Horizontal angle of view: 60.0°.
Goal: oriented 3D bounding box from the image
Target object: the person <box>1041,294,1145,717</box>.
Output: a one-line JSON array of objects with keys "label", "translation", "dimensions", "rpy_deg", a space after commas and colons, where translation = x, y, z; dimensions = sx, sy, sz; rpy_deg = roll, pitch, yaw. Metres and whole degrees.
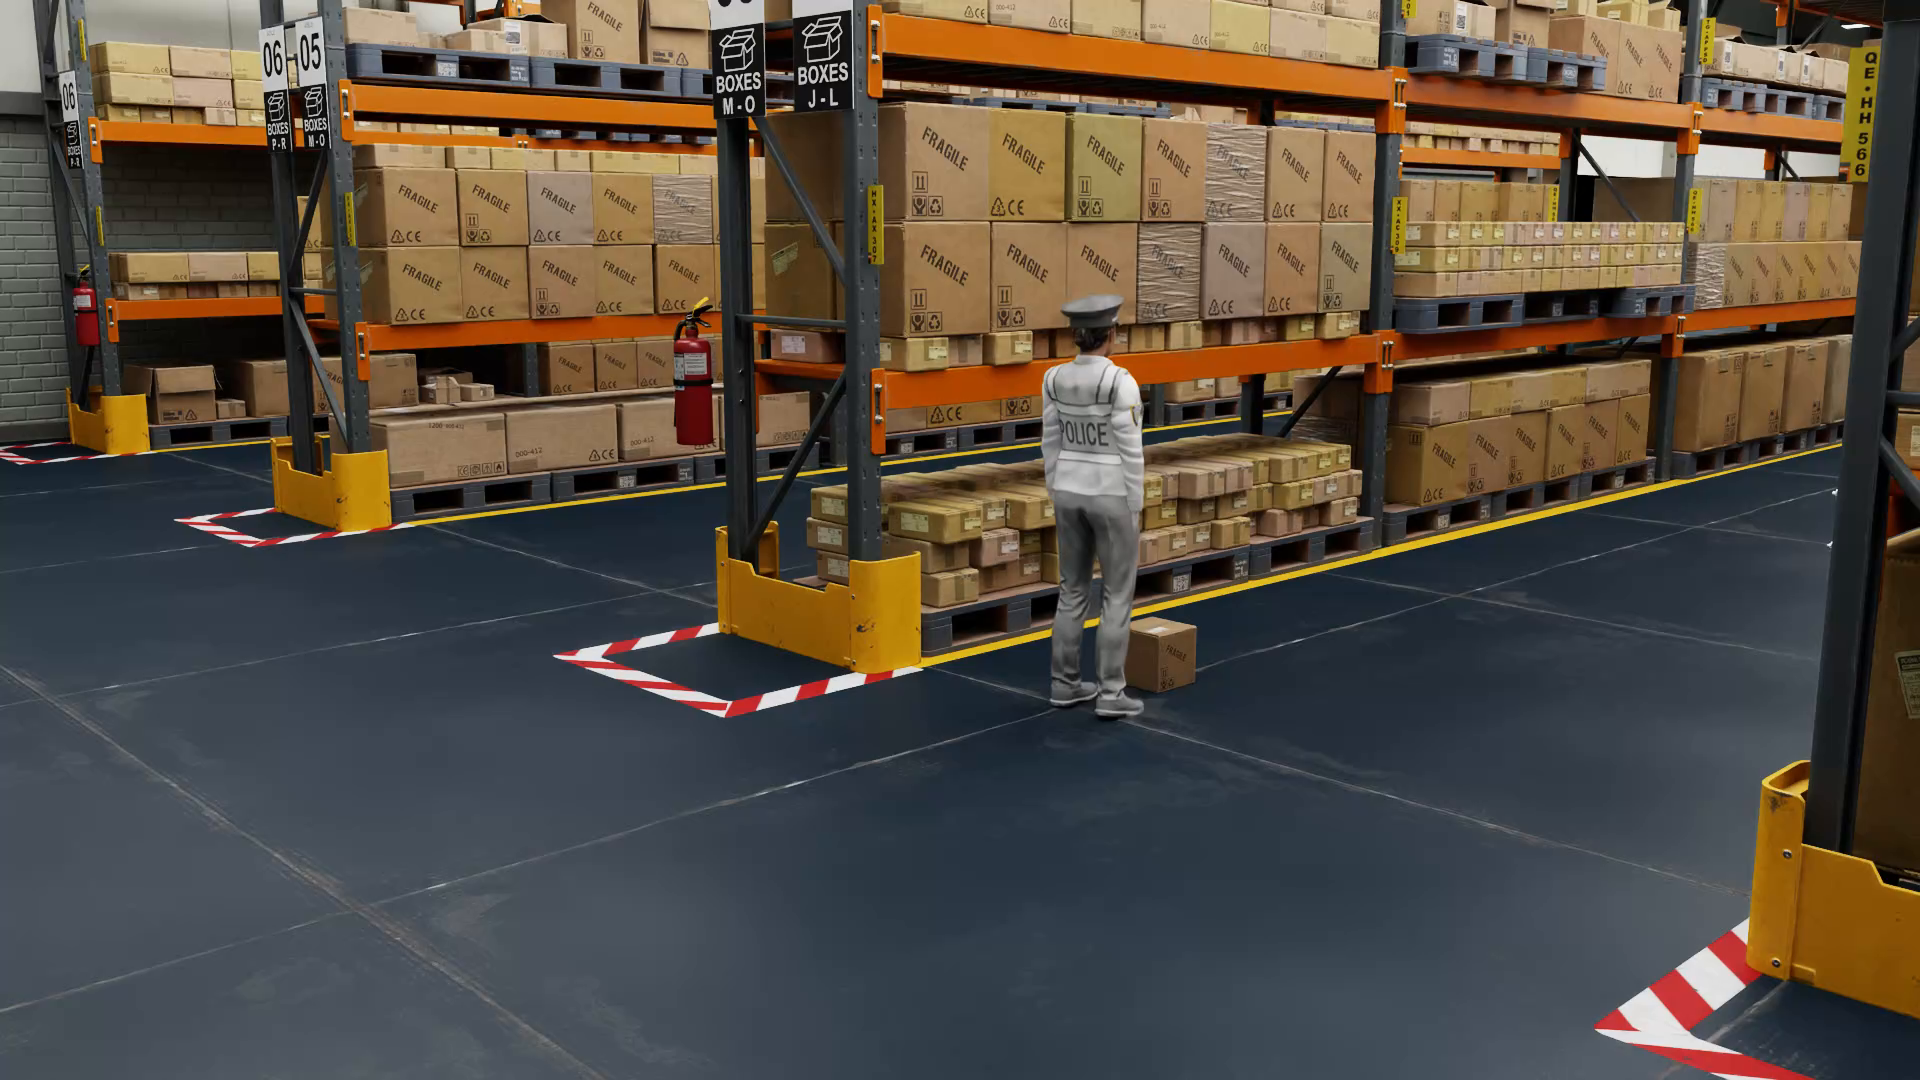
[{"label": "person", "translation": [0.542, -0.134, 6.664], "dimensions": [0.469, 1.684, 0.330], "rpy_deg": [8, 14, 38]}]
